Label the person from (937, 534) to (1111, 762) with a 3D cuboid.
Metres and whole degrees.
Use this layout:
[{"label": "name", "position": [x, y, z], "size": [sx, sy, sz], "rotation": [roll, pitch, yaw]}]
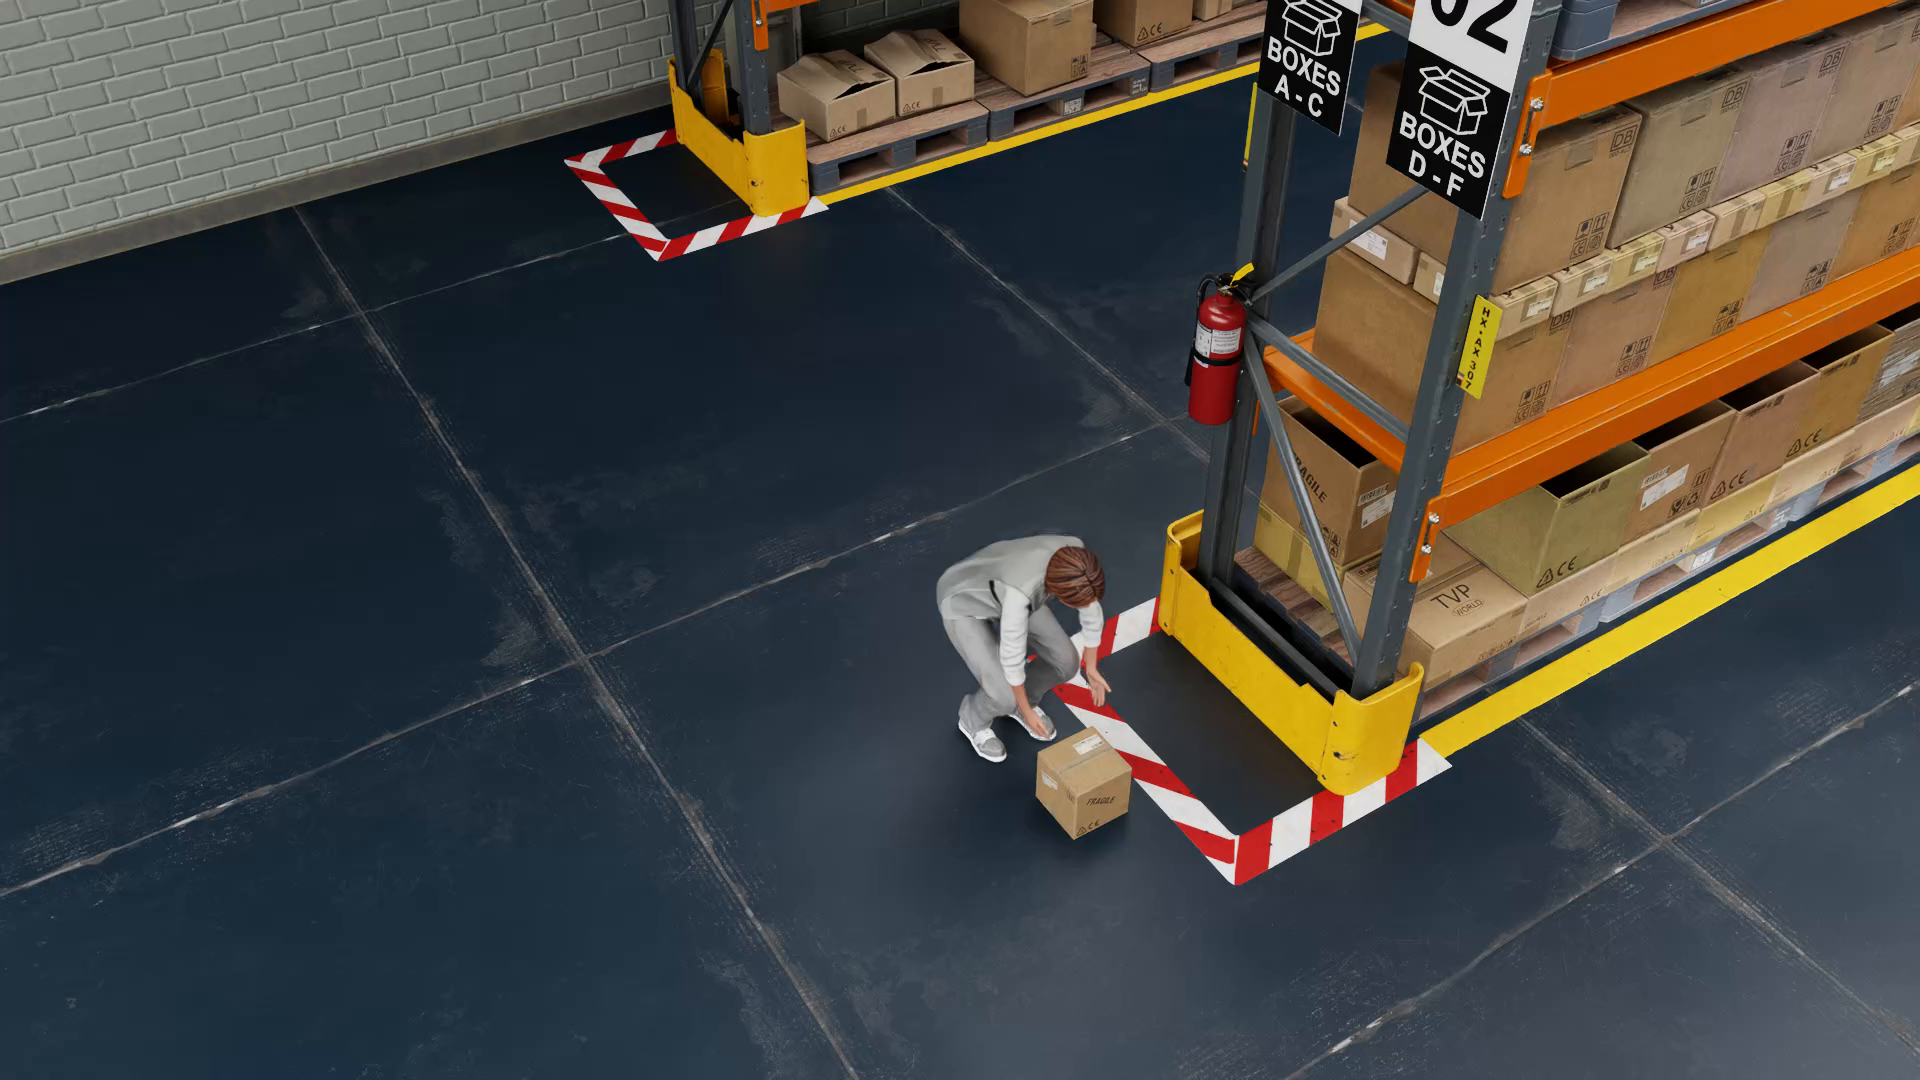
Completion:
[{"label": "person", "position": [0.239, 0.341, 6.135], "size": [0.463, 1.130, 0.736], "rotation": [-26, 48, -27]}]
